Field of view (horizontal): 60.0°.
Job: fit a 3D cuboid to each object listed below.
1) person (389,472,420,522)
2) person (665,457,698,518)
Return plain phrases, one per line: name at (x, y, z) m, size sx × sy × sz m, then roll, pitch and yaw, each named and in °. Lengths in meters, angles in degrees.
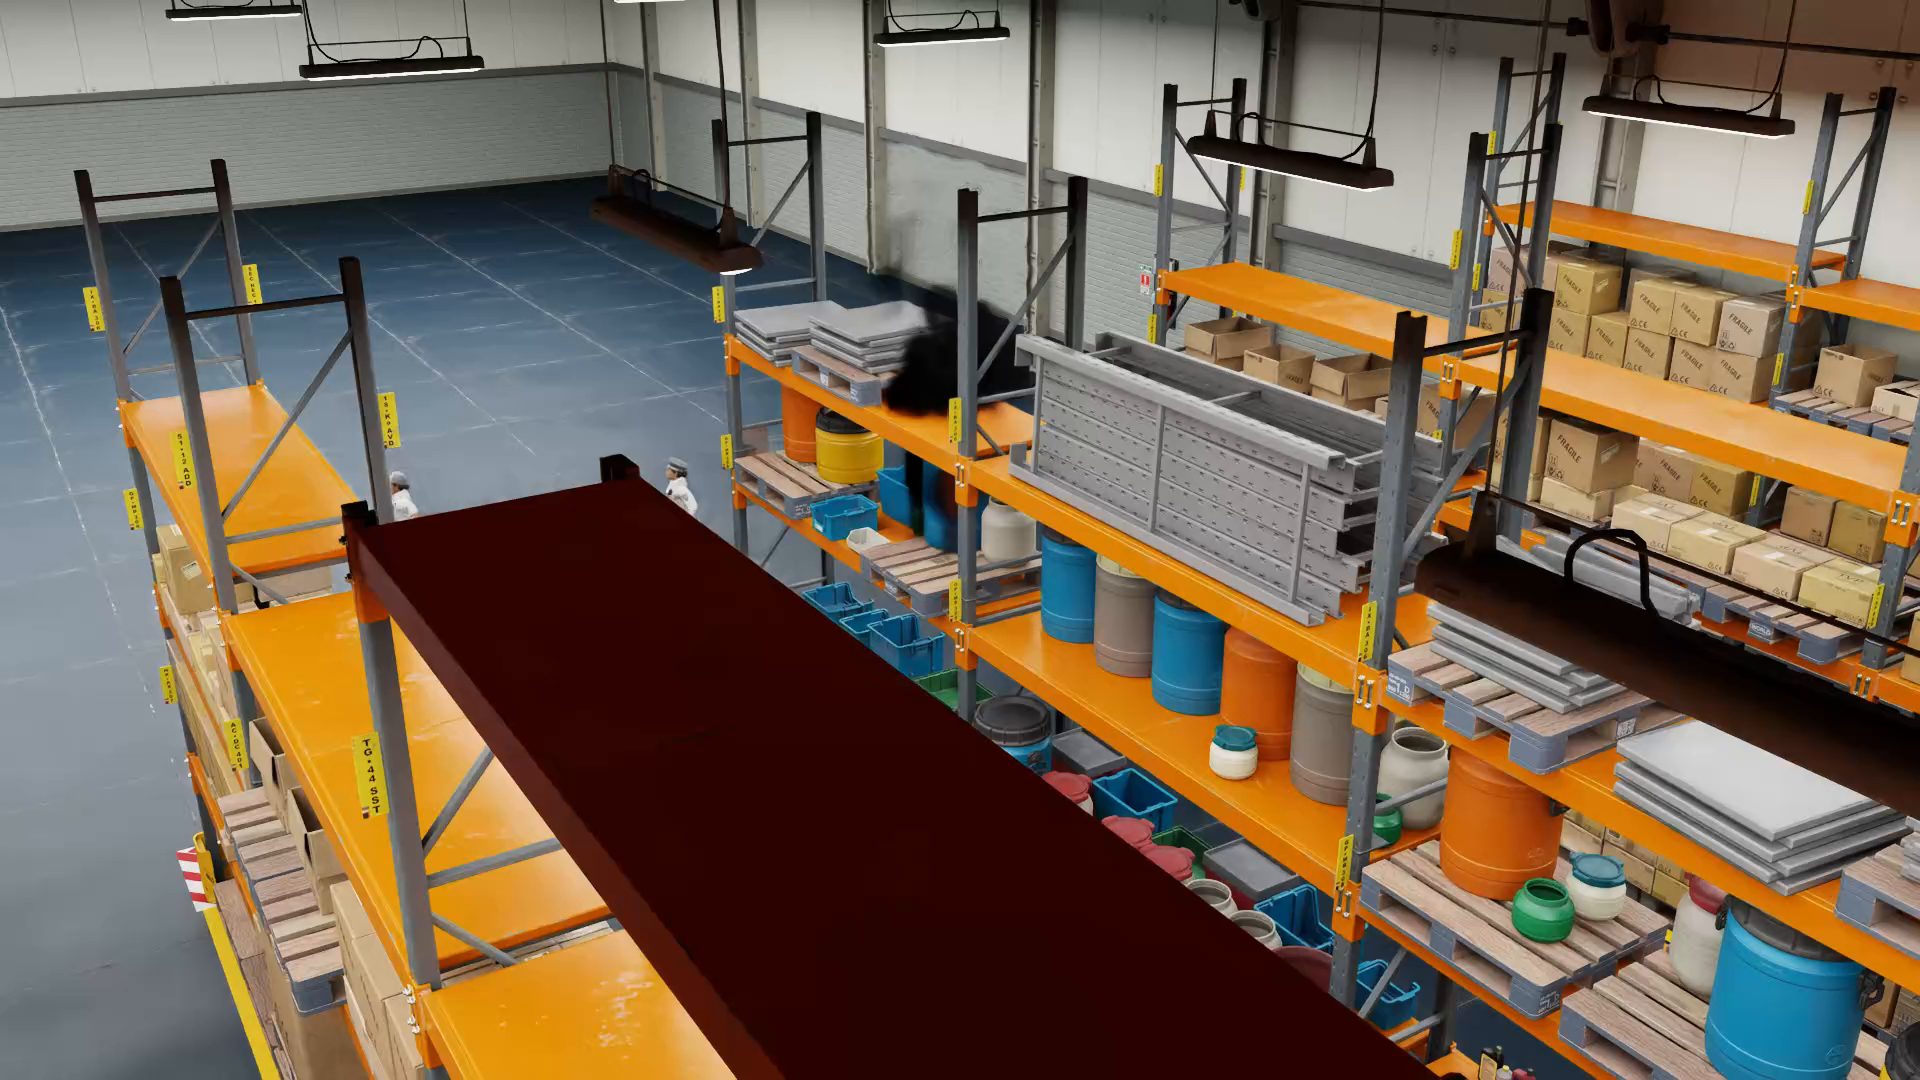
person at (-6.382, 0.005, 19.117) m, size 0.924 × 1.666 × 0.606 m, roll -4°, pitch 22°, yaw -10°
person at (-3.235, -0.160, 19.536) m, size 0.818 × 1.710 × 0.638 m, roll -3°, pitch 22°, yaw -8°
